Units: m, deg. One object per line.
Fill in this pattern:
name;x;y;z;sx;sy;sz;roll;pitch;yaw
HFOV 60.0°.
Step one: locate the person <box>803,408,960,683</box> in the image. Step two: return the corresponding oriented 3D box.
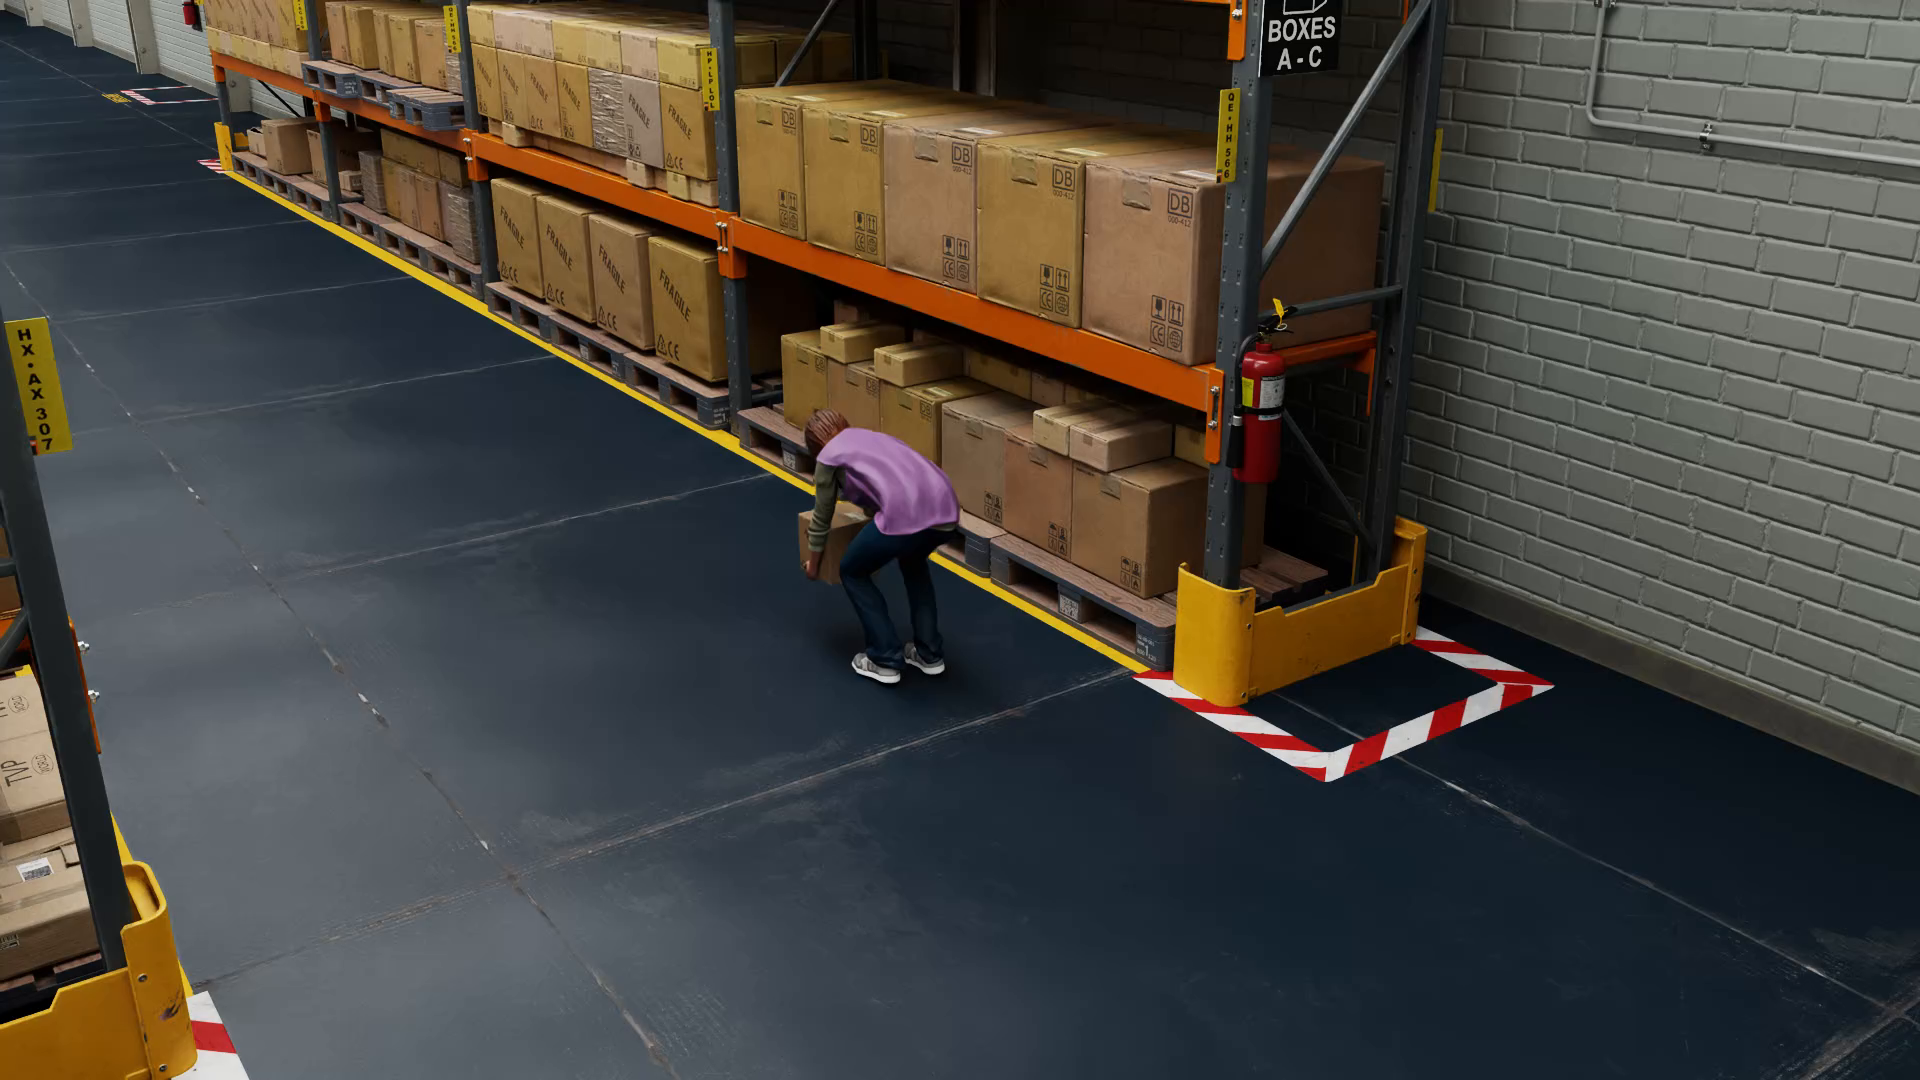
person;-0.349;0.033;6.804;0.376;1.018;0.857;-16;27;-35
